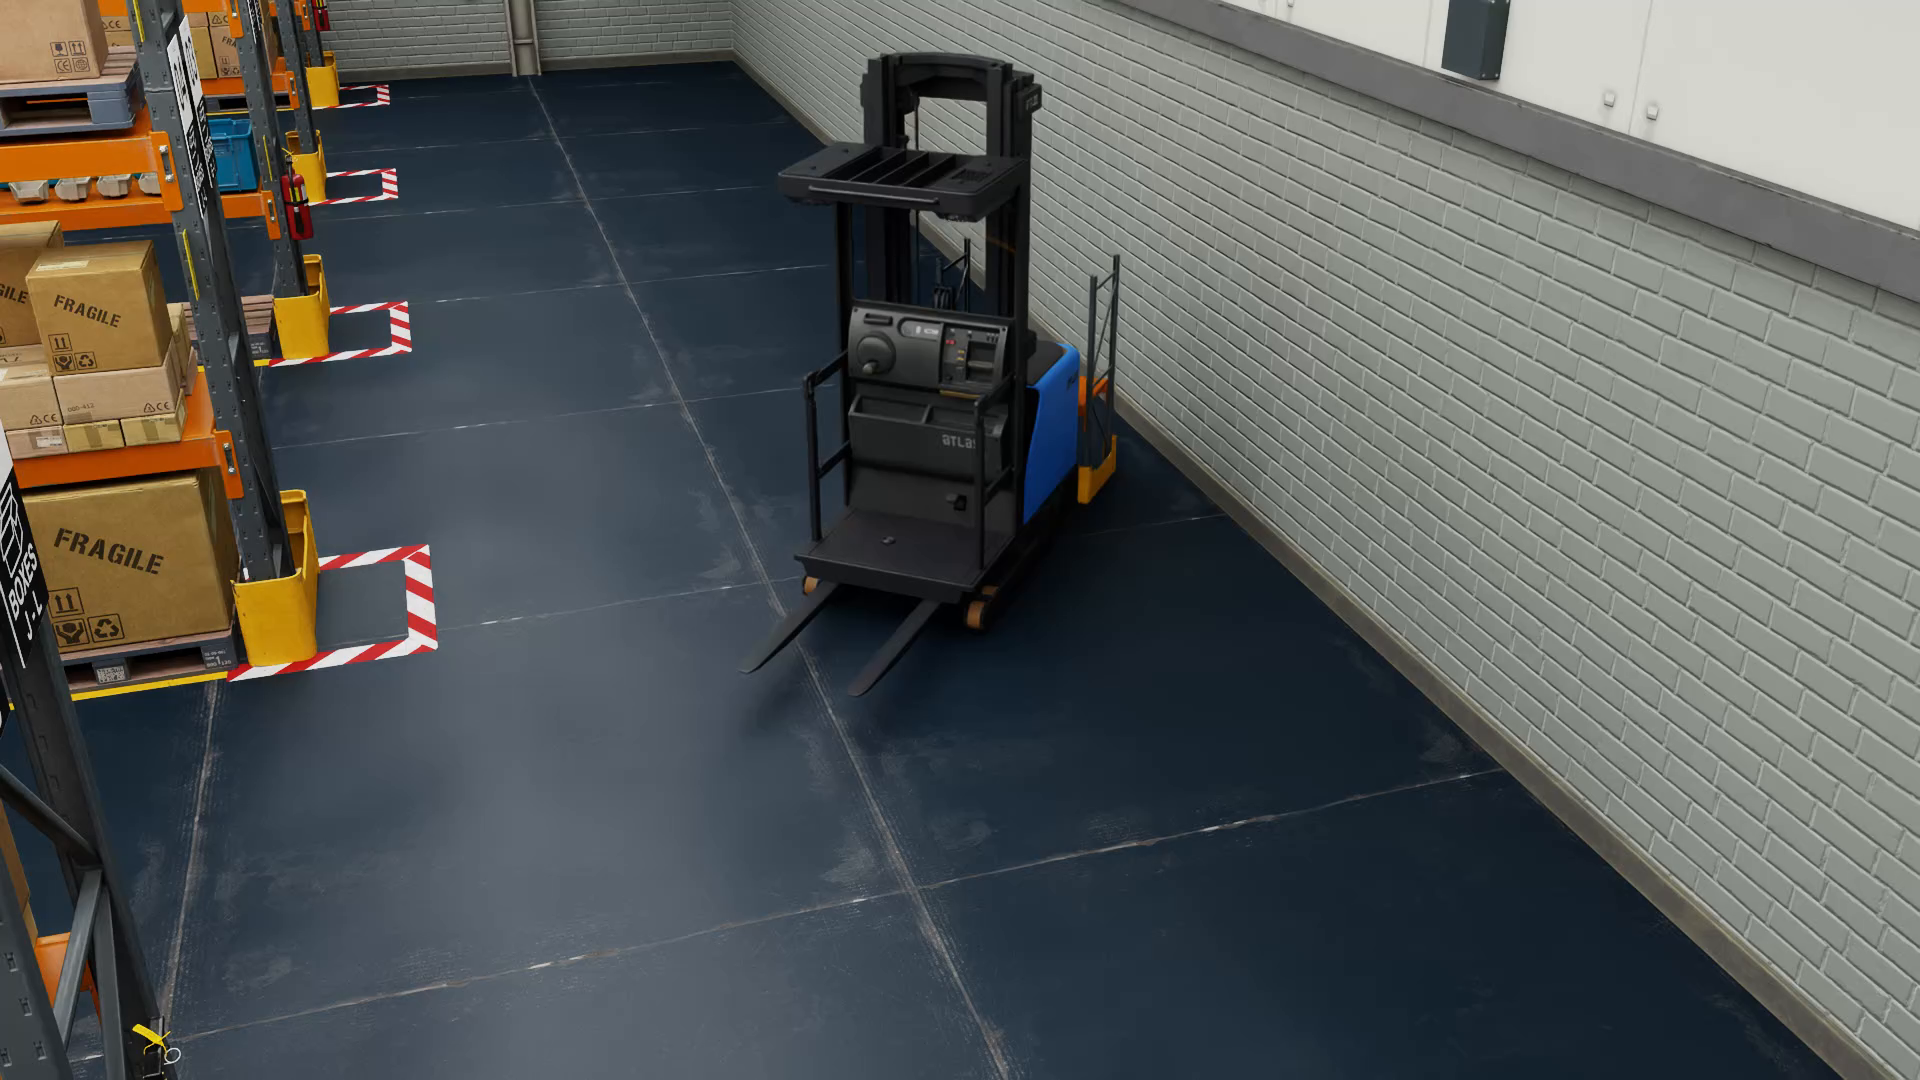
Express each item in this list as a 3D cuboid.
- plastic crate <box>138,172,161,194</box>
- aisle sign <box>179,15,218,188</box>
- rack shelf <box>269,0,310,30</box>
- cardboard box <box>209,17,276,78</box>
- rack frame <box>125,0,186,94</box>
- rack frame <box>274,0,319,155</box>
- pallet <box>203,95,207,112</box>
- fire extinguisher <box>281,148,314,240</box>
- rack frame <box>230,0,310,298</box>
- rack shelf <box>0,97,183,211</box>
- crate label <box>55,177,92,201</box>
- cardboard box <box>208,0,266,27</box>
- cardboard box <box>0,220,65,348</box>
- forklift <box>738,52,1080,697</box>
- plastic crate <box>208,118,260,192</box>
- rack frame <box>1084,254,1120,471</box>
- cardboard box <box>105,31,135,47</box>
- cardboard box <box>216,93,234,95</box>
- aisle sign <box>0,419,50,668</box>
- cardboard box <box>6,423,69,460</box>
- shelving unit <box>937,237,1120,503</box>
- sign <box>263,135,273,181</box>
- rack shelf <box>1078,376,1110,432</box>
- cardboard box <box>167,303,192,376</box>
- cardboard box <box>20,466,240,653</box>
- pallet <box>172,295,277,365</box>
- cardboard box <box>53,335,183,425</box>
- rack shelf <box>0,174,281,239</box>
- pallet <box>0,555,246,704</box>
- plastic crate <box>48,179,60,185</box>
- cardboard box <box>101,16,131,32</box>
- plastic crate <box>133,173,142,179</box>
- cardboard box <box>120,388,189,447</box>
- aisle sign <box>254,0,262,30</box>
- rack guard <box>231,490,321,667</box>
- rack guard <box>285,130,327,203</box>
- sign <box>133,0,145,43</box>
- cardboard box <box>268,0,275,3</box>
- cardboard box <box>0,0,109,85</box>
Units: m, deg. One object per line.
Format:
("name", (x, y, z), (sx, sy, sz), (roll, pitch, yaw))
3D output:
("plastic crate", (-6.088, -2.737, 12.619), (0.243, 0.136, 0.396), (-8, 28, -16))
("aisle sign", (-3.859, -2.224, 8.434), (0.004, 0.787, 0.394), (-8, 28, -16))
("rack shelf", (-10.338, -6.608, 20.997), (4.000, 0.370, 1.077), (-8, 28, -16))
("cardboard box", (-7.240, -4.980, 16.796), (0.500, 0.500, 0.500), (-7, 27, -15))
("rack frame", (-3.835, -3.610, 7.402), (0.127, 3.000, 1.000), (-8, 28, -16))
("rack frame", (-6.899, -5.112, 17.174), (0.127, 3.000, 1.000), (-8, 28, -16))
("pallet", (-10.330, -5.648, 21.389), (1.213, 0.211, 1.003), (-8, 28, -16))
("fire extinguisher", (-5.084, -2.644, 12.709), (0.183, 0.674, 0.296), (-8, 28, -16))
("rack frame", (-5.368, -3.017, 12.954), (0.127, 3.000, 1.000), (-8, 28, -16))
("rack shelf", (-5.736, -1.669, 7.674), (4.000, 0.370, 1.077), (-8, 28, -16))
("crate label", (-6.625, -2.655, 12.453), (0.243, 0.136, 0.396), (-8, 28, -16))
("cardboard box", (-7.237, -5.427, 16.572), (0.500, 0.500, 0.500), (-8, 28, -17))
("cardboard box", (-4.850, -1.304, 8.495), (0.500, 0.500, 0.500), (-9, 28, -17))
("forklift", (-0.258, -1.022, 9.012), (1.130, 2.935, 3.031), (10, 28, 19))
("plastic crate", (-5.629, -2.935, 12.681), (0.499, 0.435, 0.616), (-8, 28, -16))
("rack frame", (0.902, -1.033, 10.644), (0.032, 1.500, 0.500), (10, 28, 20))
("cardboard box", (-8.209, -4.841, 16.515), (0.500, 0.500, 0.500), (-8, 28, -16))
("cardboard box", (-9.547, -6.067, 21.436), (0.500, 0.500, 0.700), (-8, 28, -16))
("aisle sign", (-2.418, -0.113, 4.182), (0.004, 0.787, 0.394), (-8, 28, -16))
("cardboard box", (-4.558, -0.552, 8.270), (0.250, 0.149, 0.380), (-8, 28, -16))
("shelving unit", (0.442, -1.118, 10.816), (1.083, 1.500, 0.587), (10, 28, 20))
("sign", (-5.183, -2.860, 12.454), (0.005, 0.325, 0.100), (-8, 28, -16))
("rack shelf", (0.433, -0.959, 10.899), (1.000, 0.185, 0.538), (10, 28, 20))
("cardboard box", (-4.375, -1.037, 8.800), (0.500, 0.250, 0.500), (-9, 28, -17))
("cardboard box", (-4.418, -0.038, 8.870), (0.875, 0.875, 0.875), (-8, 28, -16))
("pallet", (-6.165, -1.671, 13.379), (1.213, 0.211, 1.003), (-8, 28, -16))
("cardboard box", (-4.213, -0.810, 8.343), (0.500, 0.250, 0.500), (-9, 28, -17))
("rack shelf", (-7.270, -2.420, 12.560), (4.000, 0.370, 1.077), (-8, 28, -16))
("pallet", (-4.571, 0.469, 9.068), (1.213, 0.211, 1.003), (-8, 28, -16))
("plastic crate", (-6.957, -2.893, 12.825), (0.300, 0.233, 0.416), (-8, 28, -16))
("cardboard box", (-8.208, -5.284, 16.283), (0.500, 0.500, 0.500), (-7, 27, -15))
("plastic crate", (-6.331, -2.984, 13.008), (0.300, 0.233, 0.416), (-8, 28, -16))
("cardboard box", (-4.071, -0.622, 8.413), (0.250, 0.149, 0.380), (-8, 27, -15))
("aisle sign", (-5.392, -4.317, 12.649), (0.004, 0.787, 0.394), (-8, 28, -16))
("rack guard", (-3.812, 0.193, 9.299), (0.348, 0.500, 1.175), (-8, 28, -16))
("rack guard", (-6.971, -3.982, 17.709), (0.348, 0.500, 1.175), (-8, 28, -16))
("sign", (-3.680, -2.396, 7.424), (0.005, 0.325, 0.100), (-8, 28, -16))
("cardboard box", (-8.918, -7.266, 21.175), (0.700, 0.700, 0.980), (-7, 27, -14))
("cardboard box", (-4.312, -2.450, 7.741), (0.500, 0.500, 0.700), (-10, 28, -19))
